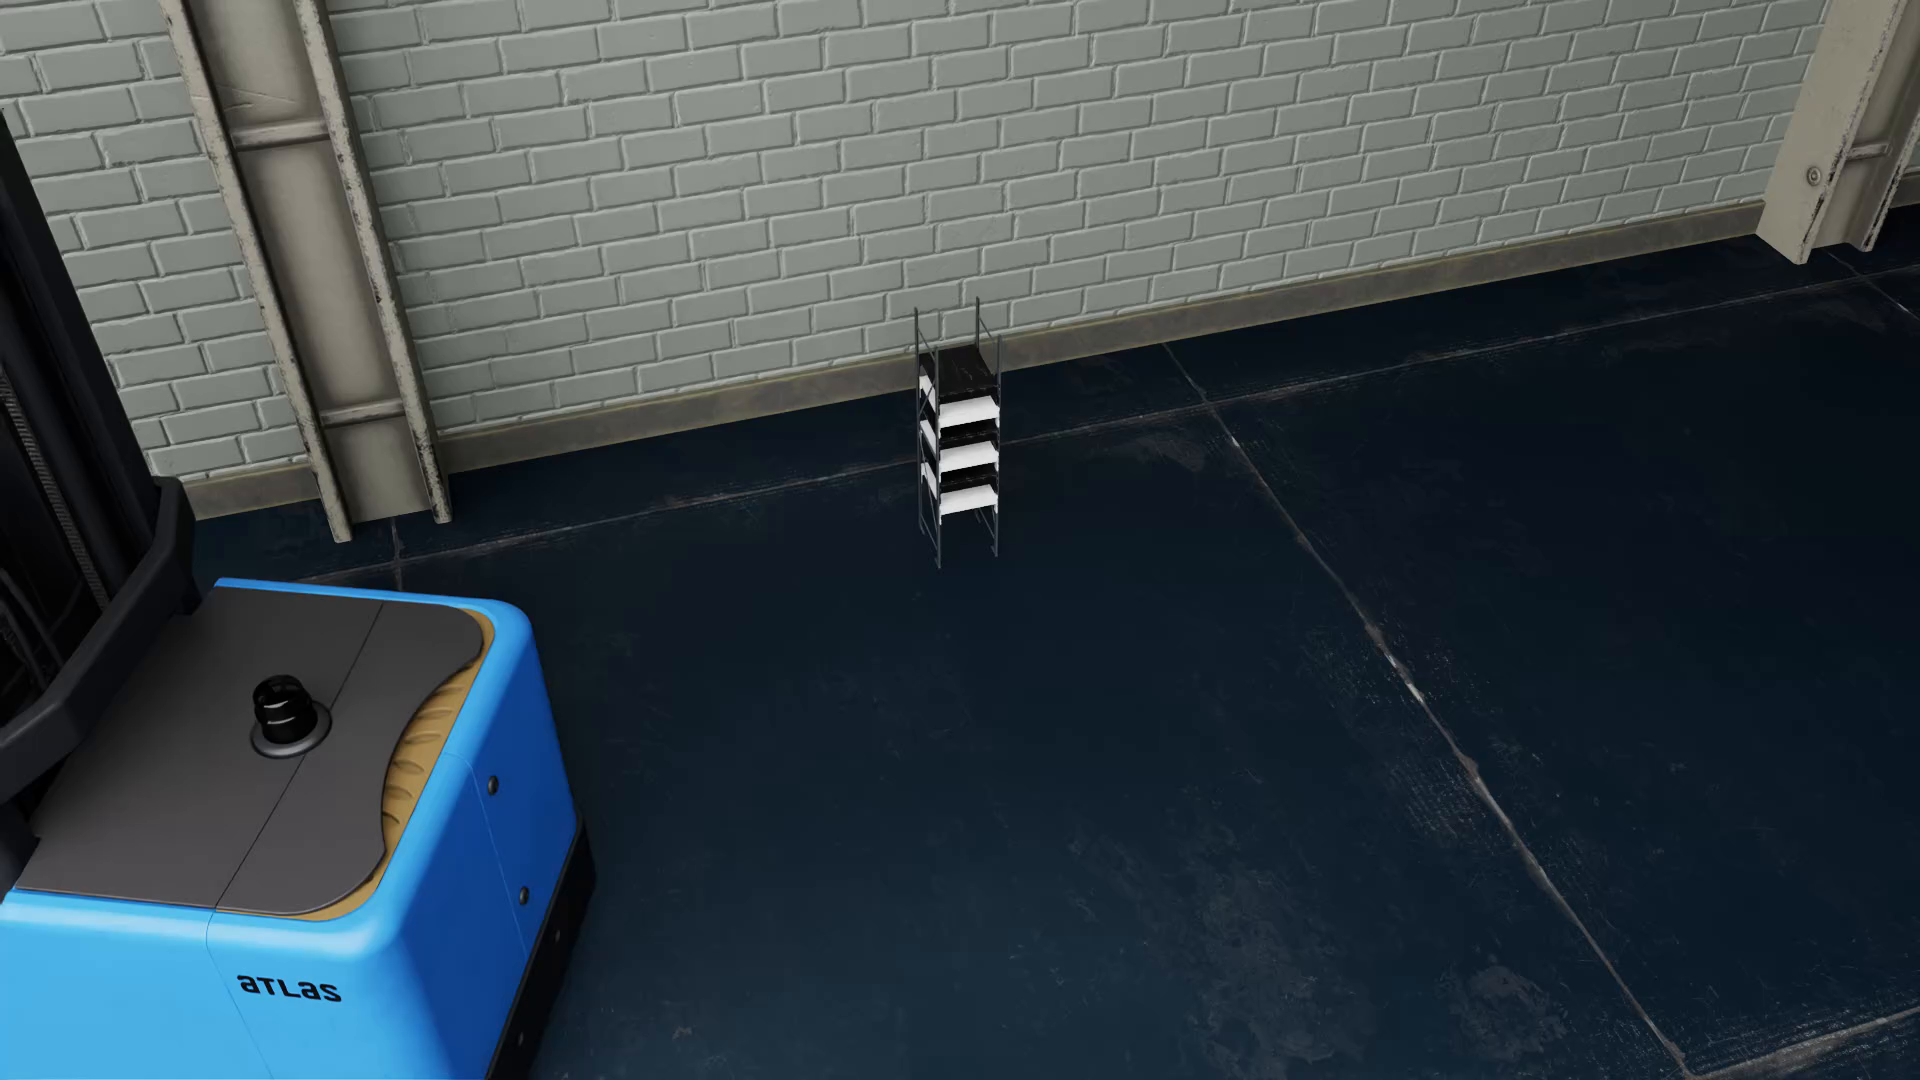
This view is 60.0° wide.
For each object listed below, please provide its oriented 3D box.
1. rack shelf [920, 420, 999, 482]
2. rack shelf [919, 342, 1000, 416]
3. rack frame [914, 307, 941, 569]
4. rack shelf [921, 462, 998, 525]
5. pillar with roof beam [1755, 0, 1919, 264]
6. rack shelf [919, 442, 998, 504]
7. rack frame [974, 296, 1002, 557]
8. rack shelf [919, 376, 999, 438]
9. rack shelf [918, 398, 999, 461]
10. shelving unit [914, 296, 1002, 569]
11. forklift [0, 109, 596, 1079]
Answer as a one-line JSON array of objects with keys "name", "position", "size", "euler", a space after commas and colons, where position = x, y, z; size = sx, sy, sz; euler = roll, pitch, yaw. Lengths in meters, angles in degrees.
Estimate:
[{"name": "rack shelf", "position": [-0.008, -0.312, 5.474], "size": [0.200, 0.077, 0.258], "euler": [-12, 42, -13]}, {"name": "rack shelf", "position": [-0.008, -0.516, 5.296], "size": [0.200, 0.077, 0.258], "euler": [-12, 42, -13]}, {"name": "rack frame", "position": [-0.105, -0.317, 5.429], "size": [0.006, 0.900, 0.240], "euler": [-12, 42, -13]}, {"name": "rack shelf", "position": [-0.008, -0.177, 5.592], "size": [0.200, 0.077, 0.258], "euler": [-12, 42, -13]}, {"name": "pillar with roof beam", "position": [5.004, -1.997, 1.197], "size": [0.400, 9.000, 9.100], "euler": [-12, 42, -13]}, {"name": "rack shelf", "position": [-0.008, -0.244, 5.533], "size": [0.200, 0.077, 0.258], "euler": [-12, 42, -13]}, {"name": "rack frame", "position": [0.089, -0.357, 5.475], "size": [0.006, 0.900, 0.240], "euler": [-12, 42, -13]}, {"name": "rack shelf", "position": [-0.008, -0.448, 5.356], "size": [0.200, 0.077, 0.258], "euler": [-12, 42, -13]}, {"name": "rack shelf", "position": [-0.008, -0.380, 5.415], "size": [0.200, 0.077, 0.258], "euler": [-12, 42, -13]}, {"name": "shelving unit", "position": [-0.008, -0.337, 5.452], "size": [0.210, 0.900, 0.258], "euler": [-12, 42, -13]}, {"name": "forklift", "position": [-2.555, 0.053, 3.462], "size": [3.031, 2.935, 1.130], "euler": [4, 41, 5]}]
